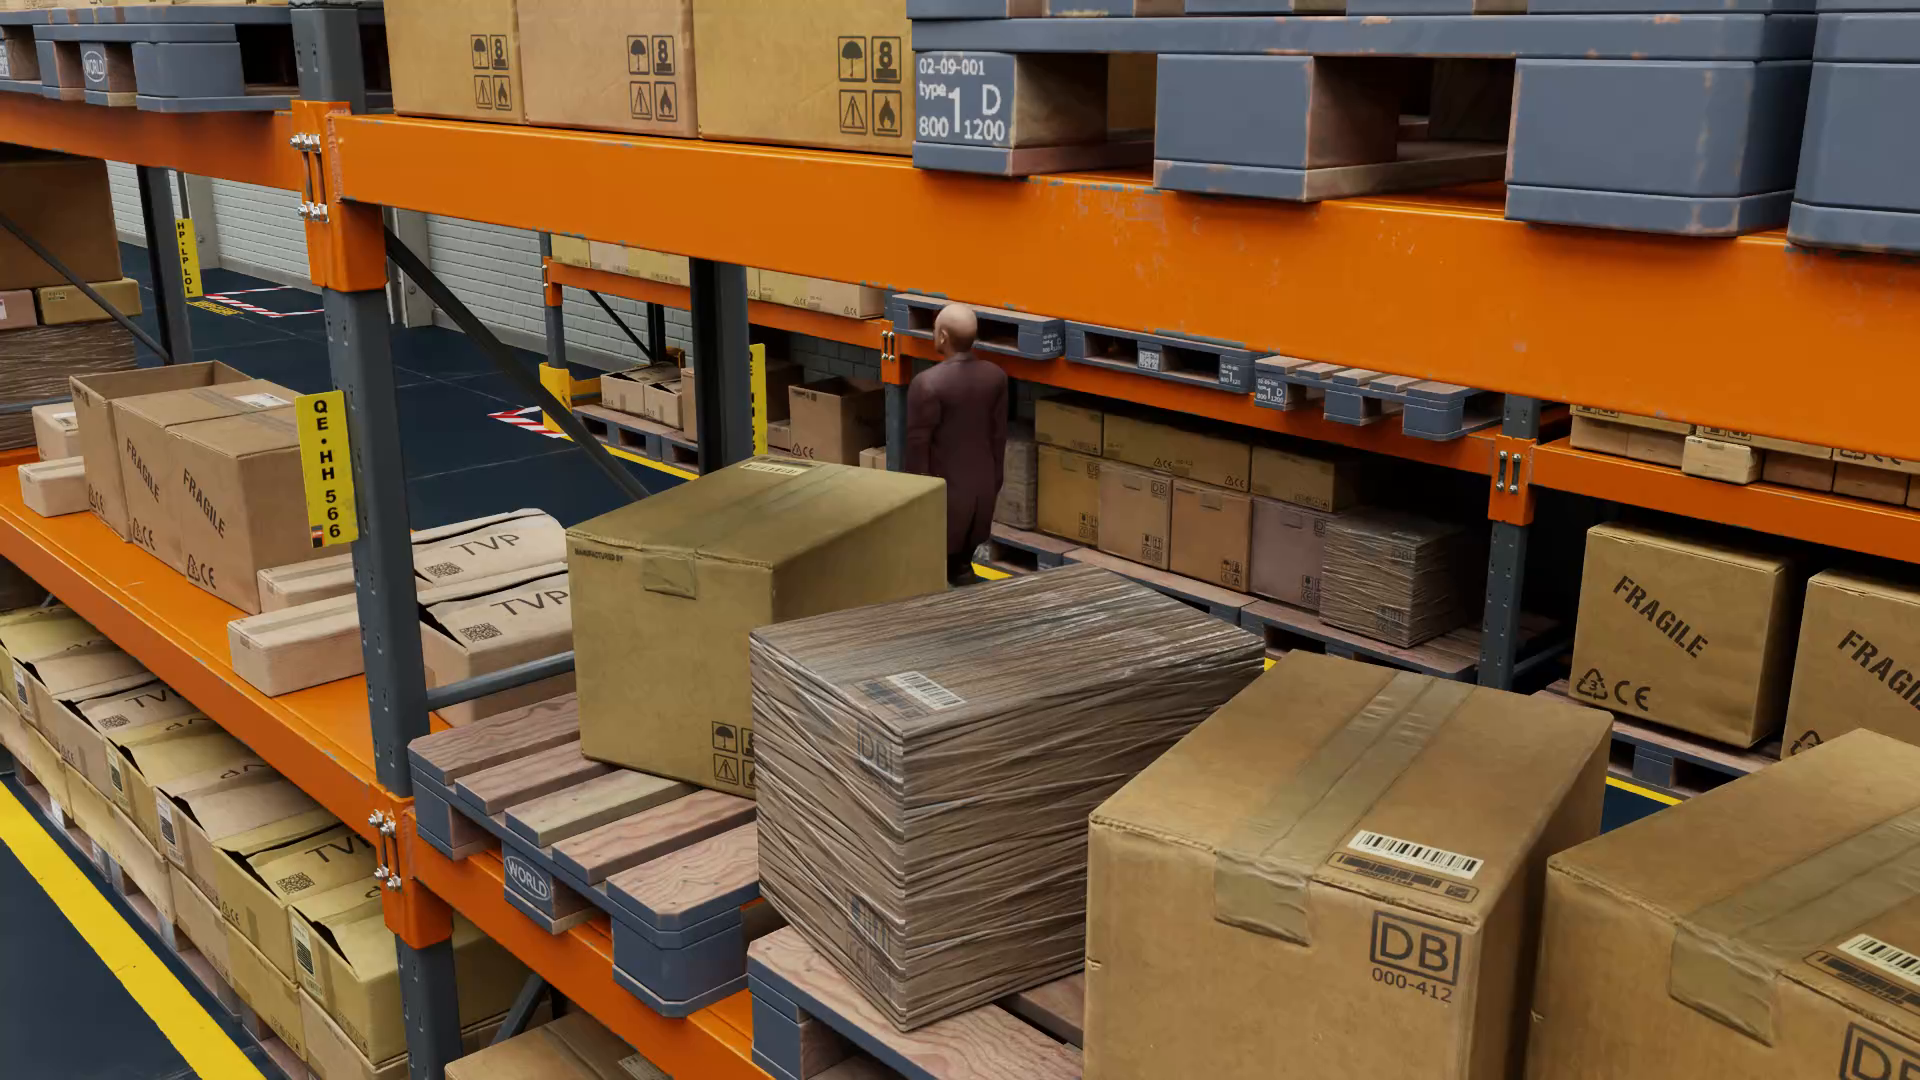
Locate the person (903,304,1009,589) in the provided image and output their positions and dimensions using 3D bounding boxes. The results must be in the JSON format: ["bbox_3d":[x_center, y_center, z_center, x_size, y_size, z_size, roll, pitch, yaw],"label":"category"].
[{"bbox_3d":[-0.005,-0.197,7.637,0.586,1.764,0.677,-13,22,-37],"label":"person"}]
